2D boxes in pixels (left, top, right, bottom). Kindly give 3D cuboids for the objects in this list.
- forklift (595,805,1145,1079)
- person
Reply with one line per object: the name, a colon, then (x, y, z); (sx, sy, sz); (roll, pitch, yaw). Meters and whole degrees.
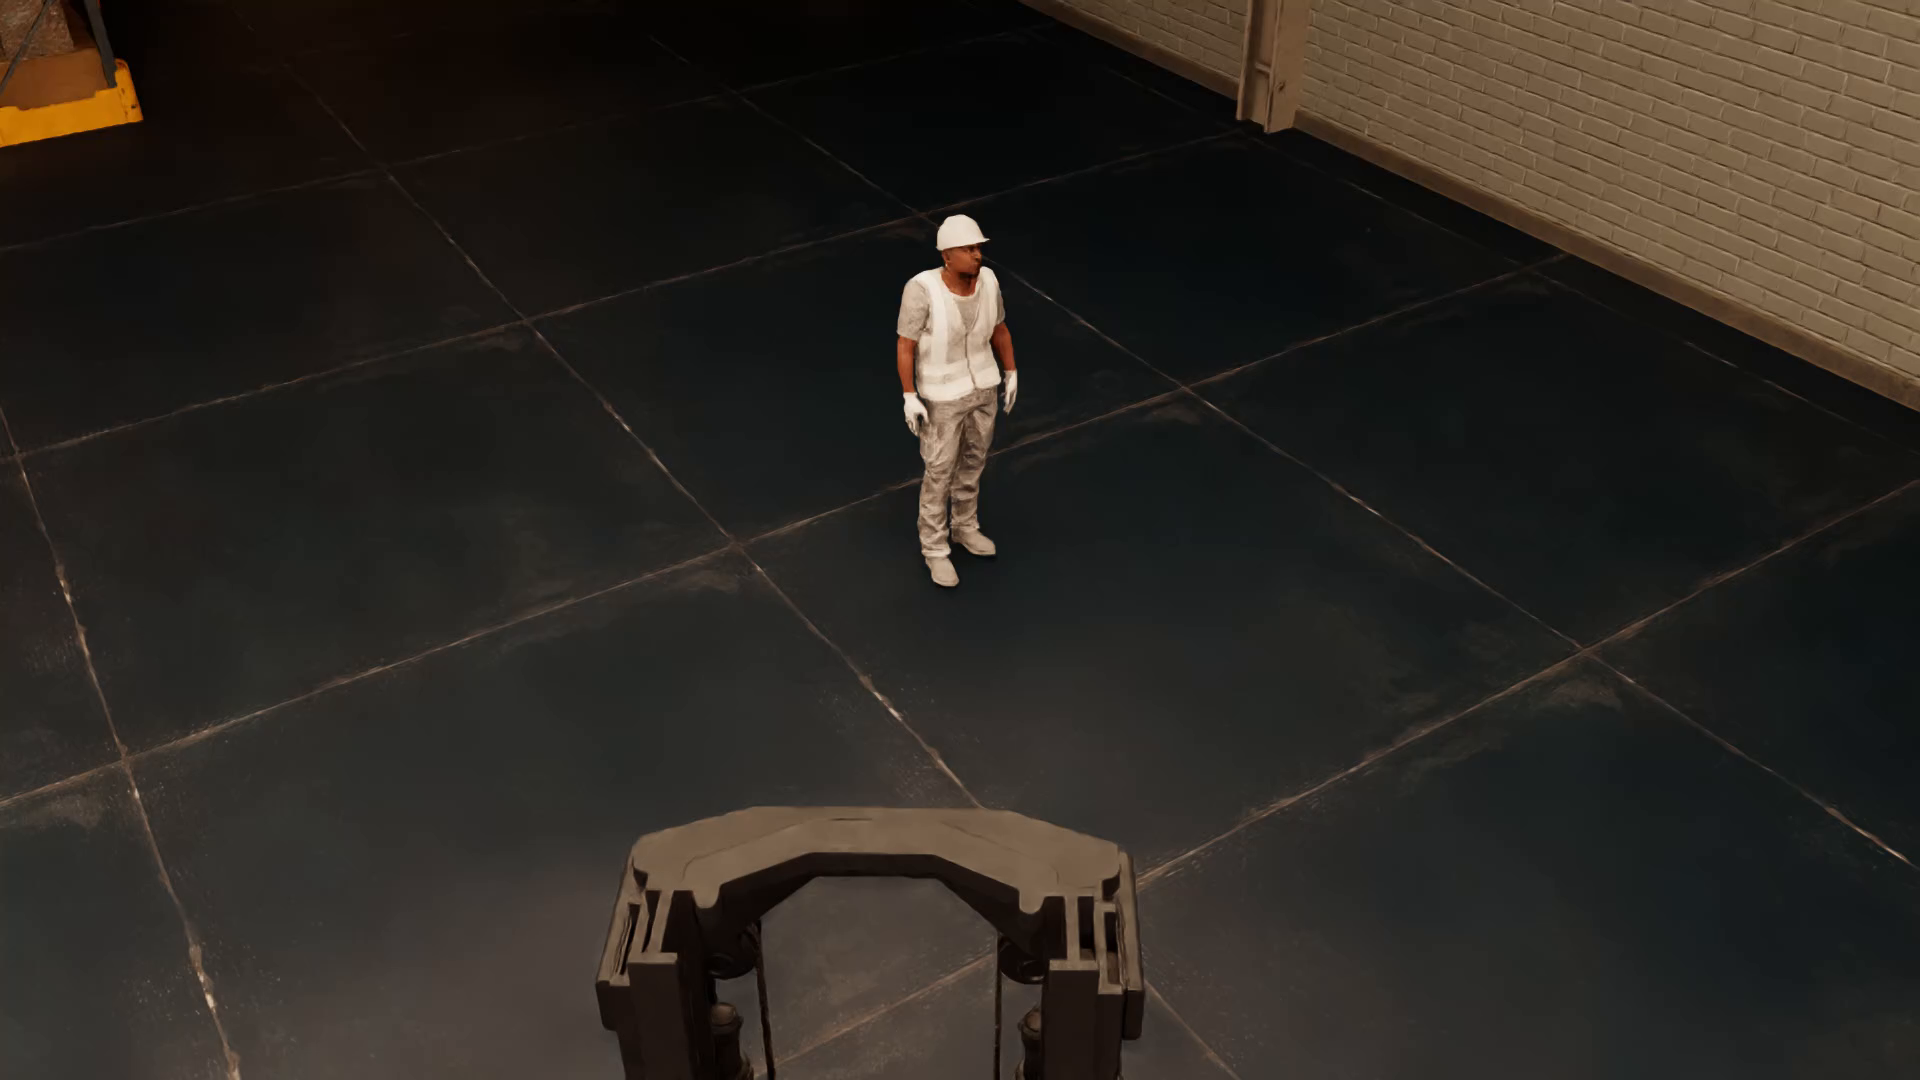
forklift: (-0.162, 2.066, 3.207); (1.130, 2.935, 3.031); (1, 35, 1)
person: (0.033, -0.698, 8.127); (0.655, 1.782, 0.576); (-21, 40, -27)
